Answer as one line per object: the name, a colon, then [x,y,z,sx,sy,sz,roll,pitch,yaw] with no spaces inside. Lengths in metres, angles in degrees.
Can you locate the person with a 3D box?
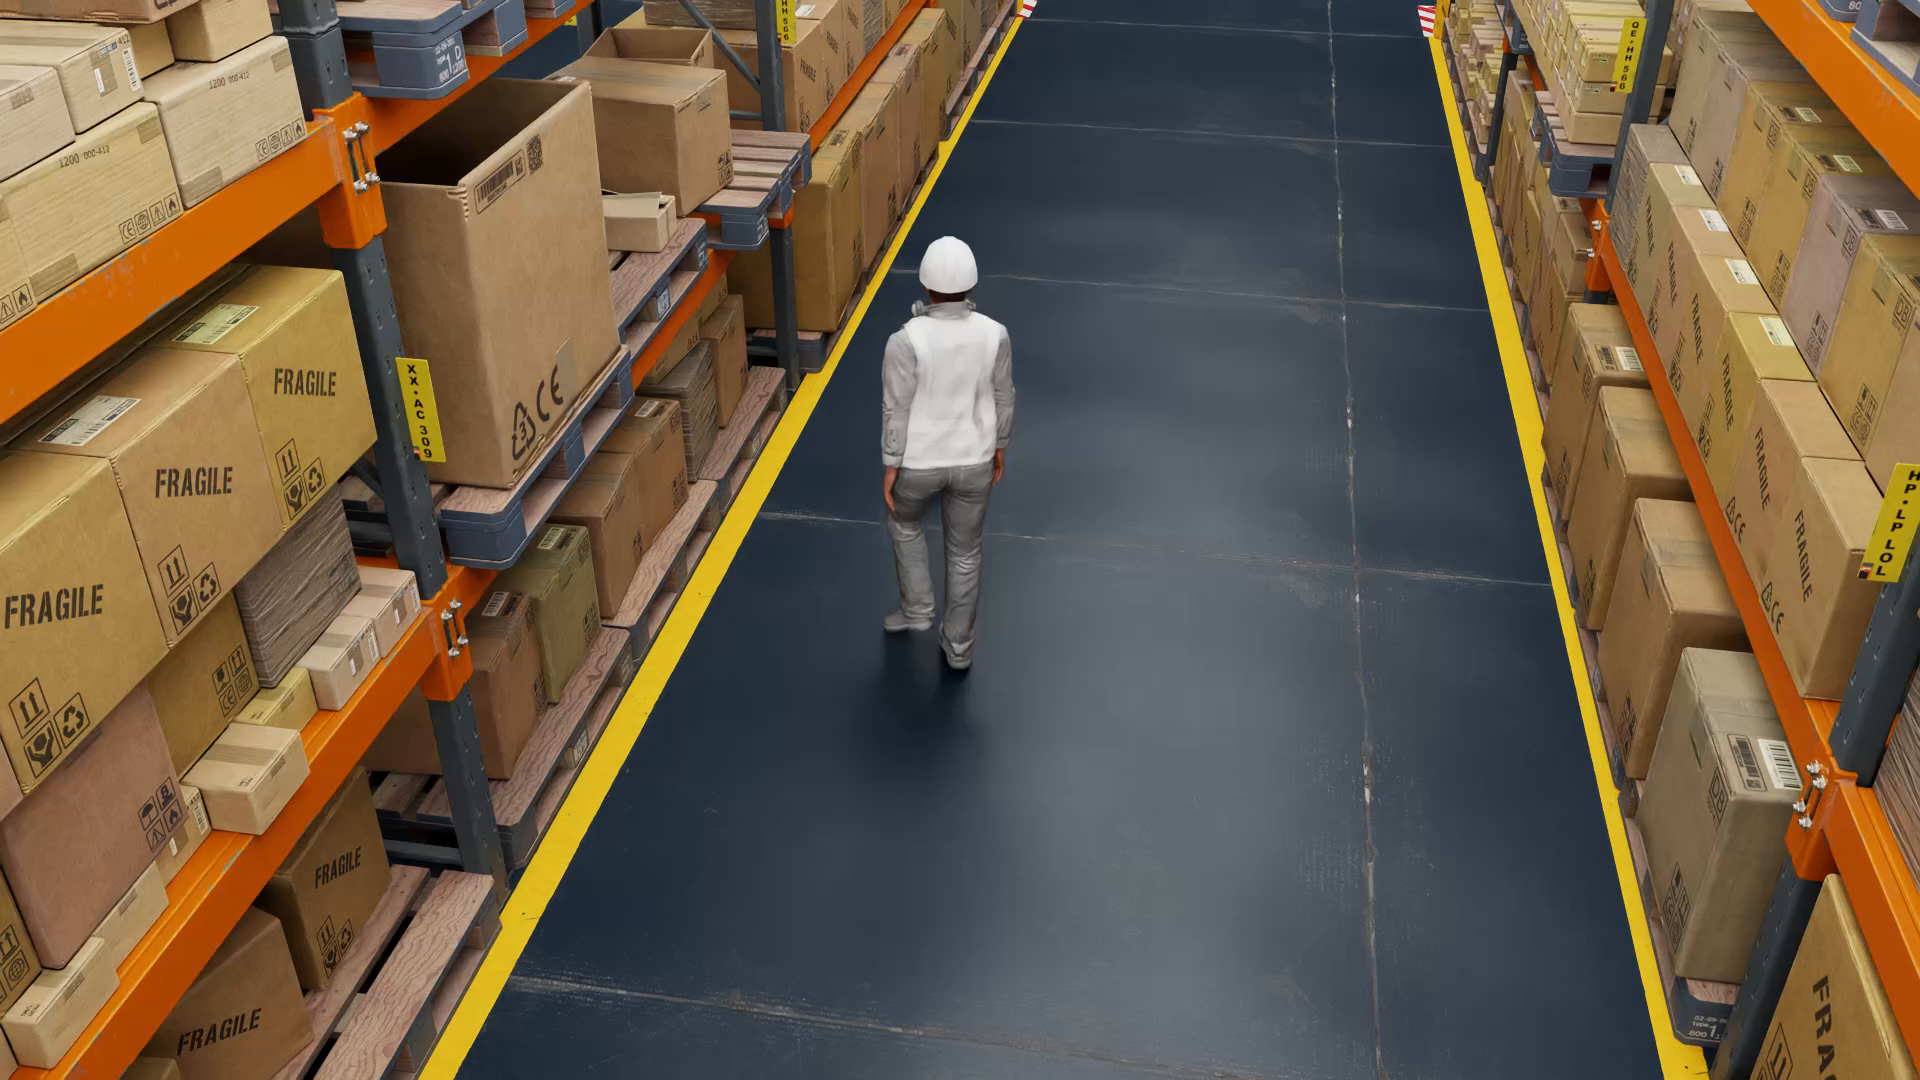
person: [-0.058,-0.354,6.697,0.563,1.796,0.710,-5,33,-8]
